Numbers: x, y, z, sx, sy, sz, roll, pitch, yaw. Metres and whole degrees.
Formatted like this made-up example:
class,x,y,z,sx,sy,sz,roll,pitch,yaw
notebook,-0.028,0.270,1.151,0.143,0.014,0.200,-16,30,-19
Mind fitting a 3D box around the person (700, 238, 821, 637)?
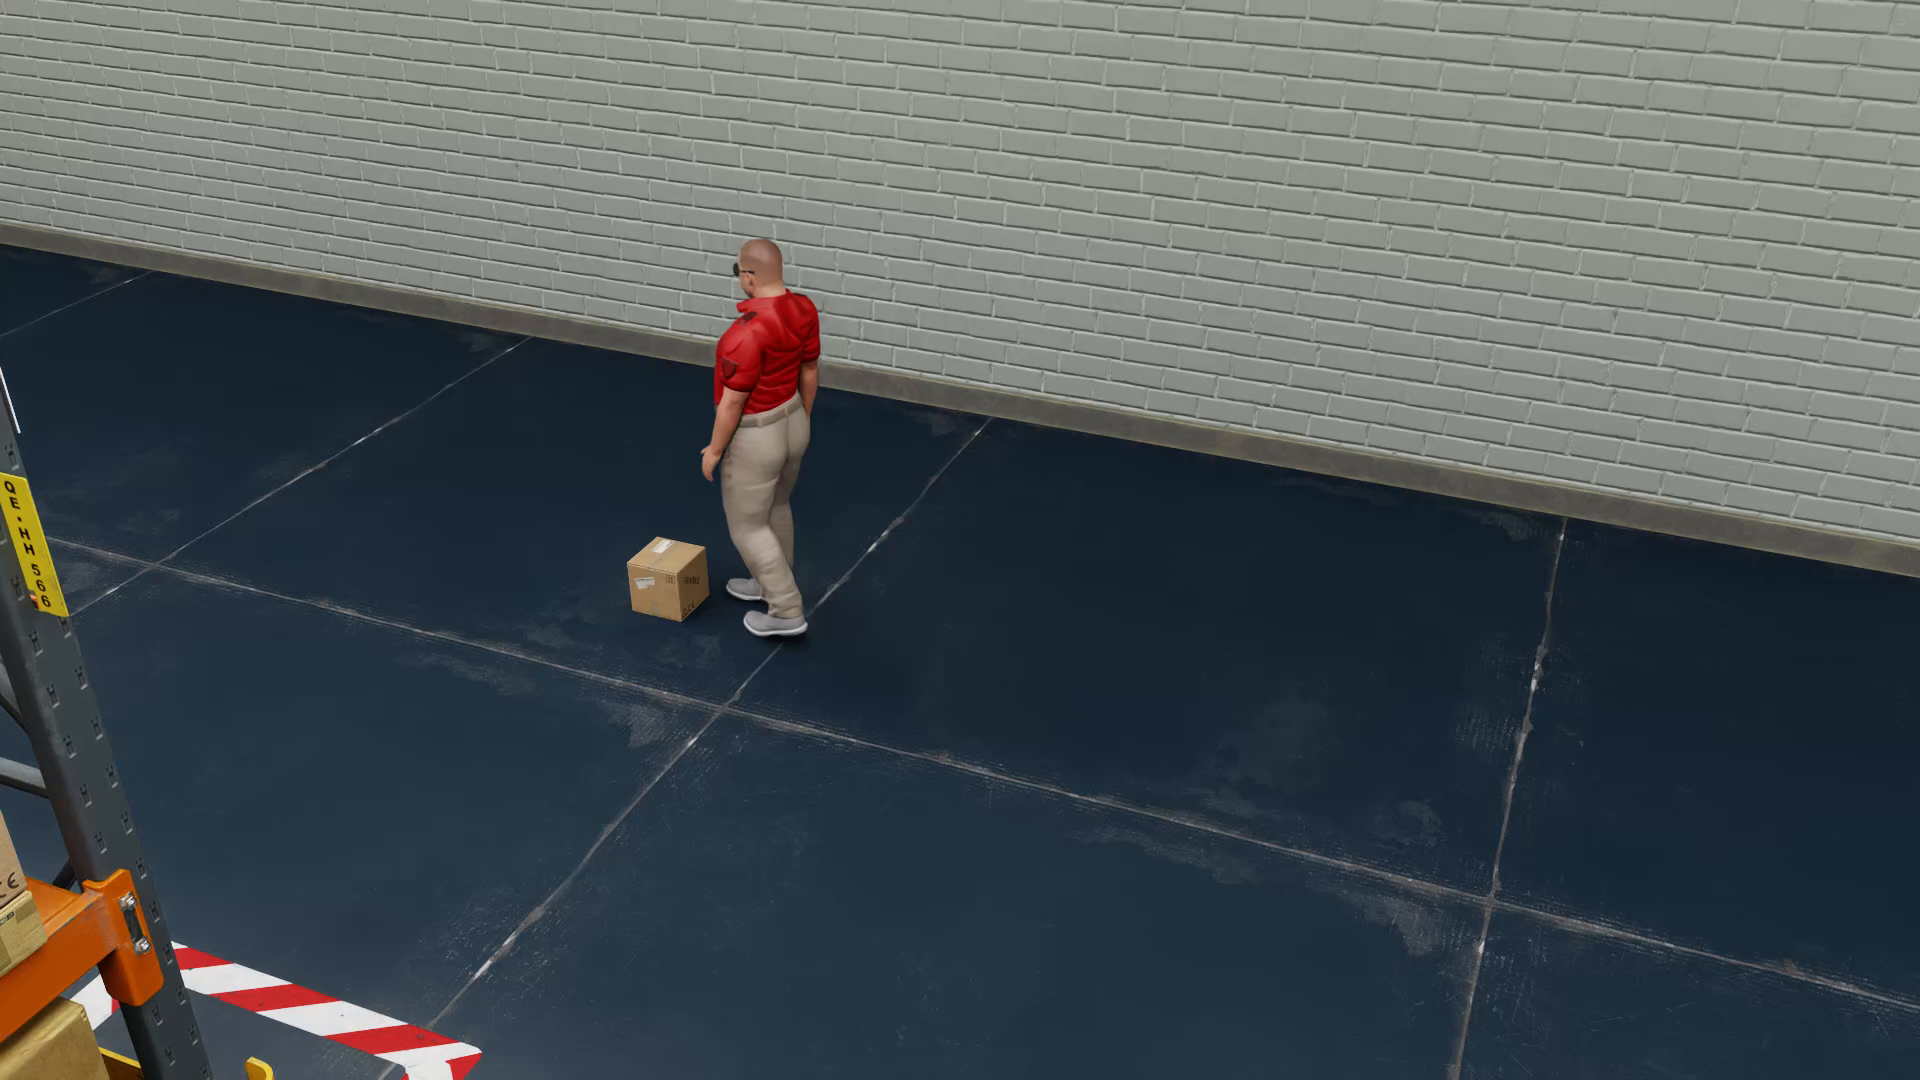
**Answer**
class,x,y,z,sx,sy,sz,roll,pitch,yaw
person,-0.837,-0.425,6.897,0.566,1.738,0.569,16,33,26
